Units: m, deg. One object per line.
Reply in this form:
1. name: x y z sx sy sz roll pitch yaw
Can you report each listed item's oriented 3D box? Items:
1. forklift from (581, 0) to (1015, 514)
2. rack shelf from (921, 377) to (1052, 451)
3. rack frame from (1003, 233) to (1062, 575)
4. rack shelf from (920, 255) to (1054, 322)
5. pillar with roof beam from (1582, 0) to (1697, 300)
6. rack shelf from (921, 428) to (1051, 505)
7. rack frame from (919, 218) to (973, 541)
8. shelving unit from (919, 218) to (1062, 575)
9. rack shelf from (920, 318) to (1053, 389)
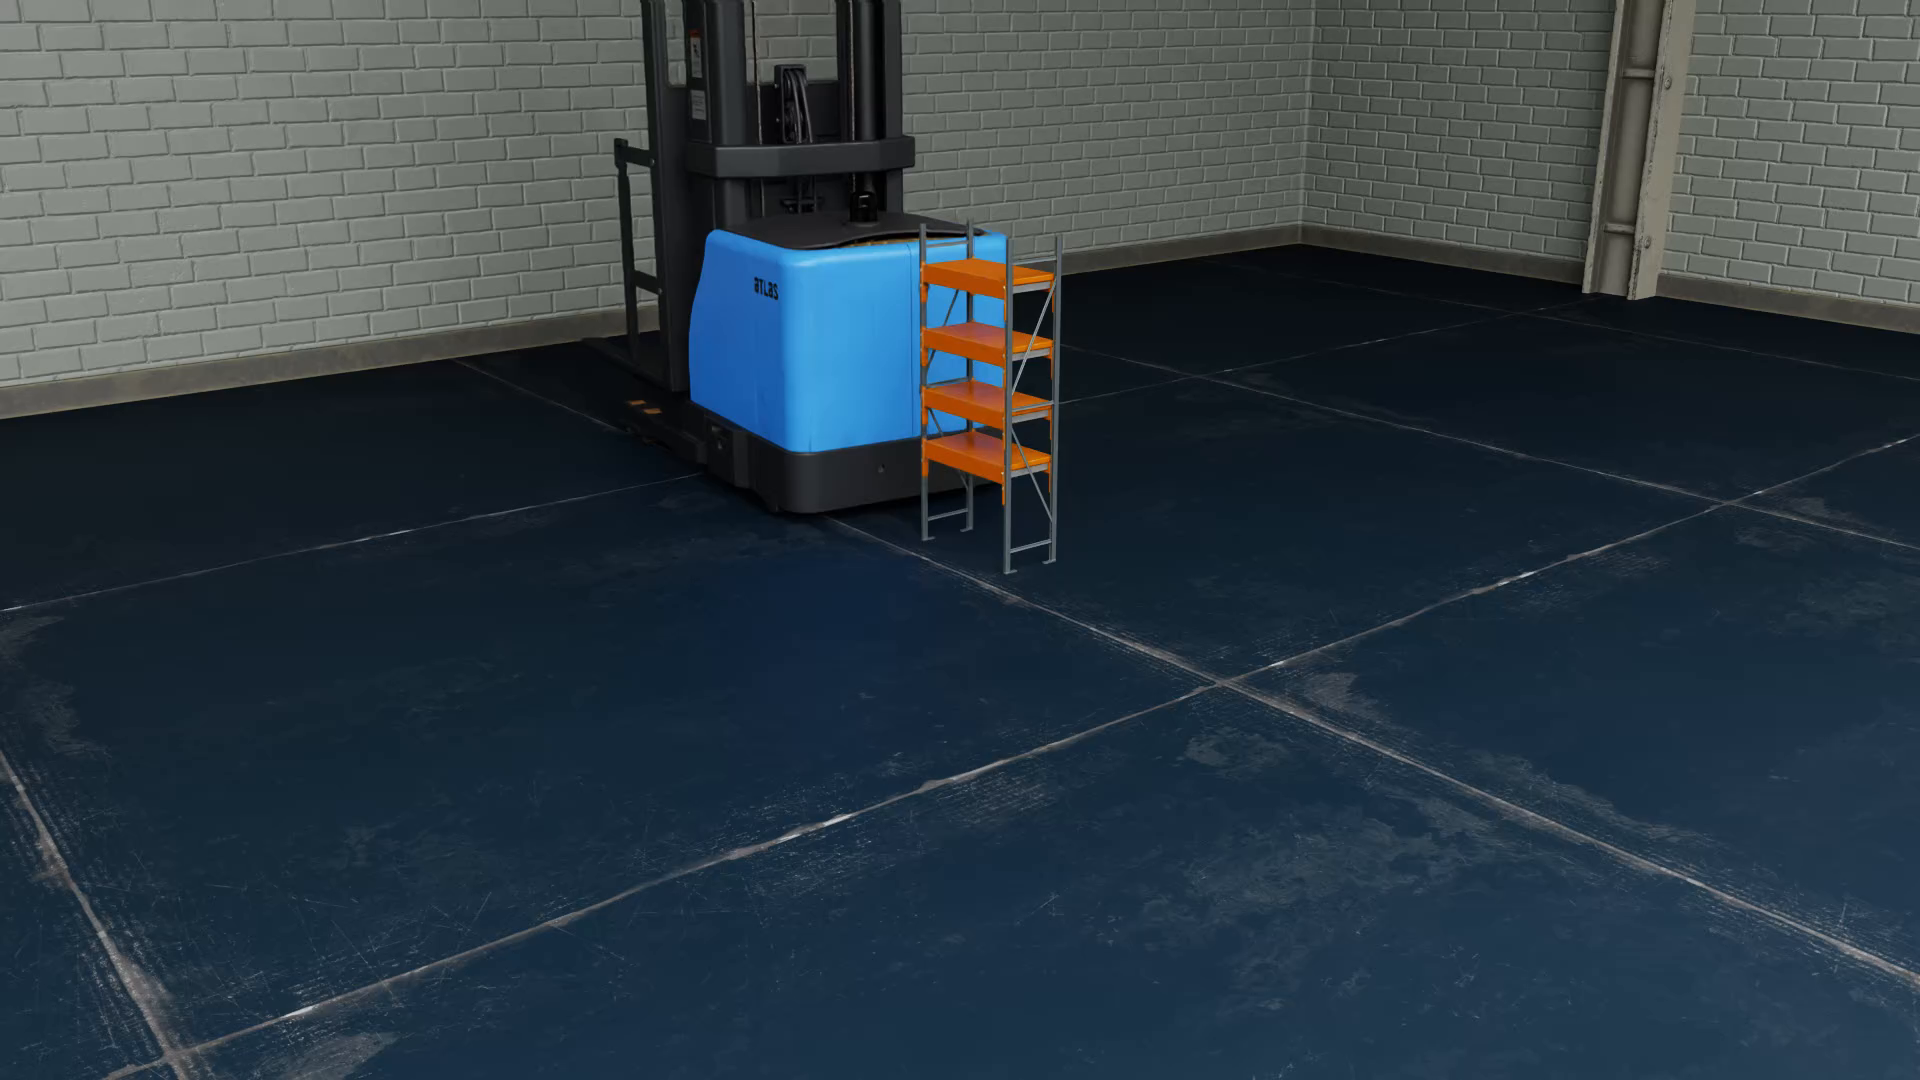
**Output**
1. forklift: -0.961 -1.906 7.455 1.130 2.935 3.031 -11 21 -29
2. rack shelf: 0.103 -0.465 6.072 0.258 0.148 0.480 -14 23 -36
3. rack frame: 0.254 -0.469 5.869 0.240 1.200 0.015 -14 23 -36
4. rack shelf: 0.103 -0.902 5.927 0.258 0.148 0.480 -14 23 -36
5. pillar with roof beam: 1.191 -5.137 7.562 9.100 9.000 0.400 -14 23 -36
6. rack shelf: 0.103 -0.276 6.134 0.258 0.148 0.480 -14 23 -36
7. rack frame: -0.049 -0.589 6.232 0.240 1.200 0.015 -14 23 -36
8. shelving unit: 0.103 -0.529 6.051 0.258 1.200 0.503 -14 23 -36
9. rack shelf: 0.103 -0.677 6.002 0.258 0.148 0.480 -14 23 -36
